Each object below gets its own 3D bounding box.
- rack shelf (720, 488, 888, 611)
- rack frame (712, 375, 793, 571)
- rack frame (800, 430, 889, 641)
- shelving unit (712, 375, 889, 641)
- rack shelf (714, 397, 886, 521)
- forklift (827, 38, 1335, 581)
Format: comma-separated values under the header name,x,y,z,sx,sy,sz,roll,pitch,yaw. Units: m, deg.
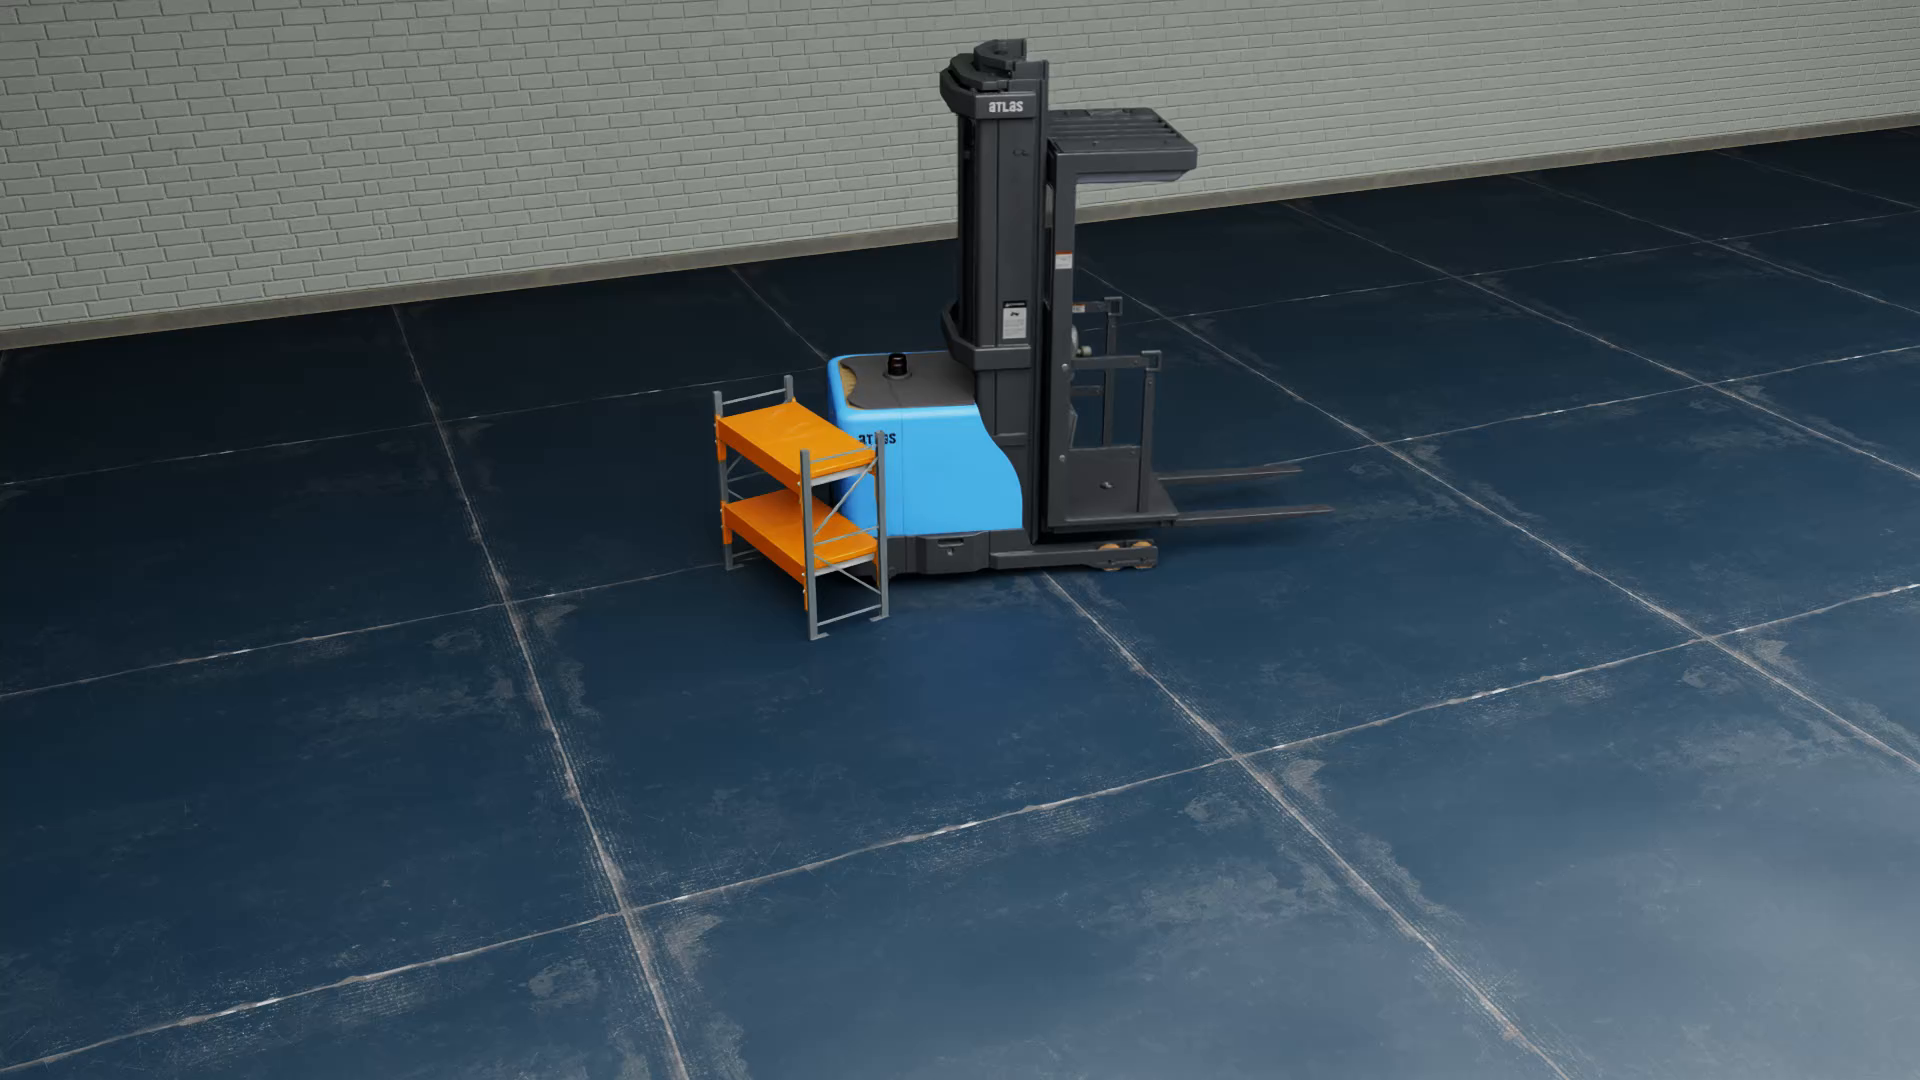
name,x,y,z,sx,sy,sz,roll,pitch,yaw
rack shelf,-0.902,0.016,9.492,0.538,0.278,1.000,-16,30,-30
rack frame,-1.186,-0.388,9.764,0.500,1.125,0.032,-16,30,-30
rack frame,-0.619,-0.018,9.005,0.500,1.125,0.032,-16,30,-30
shelving unit,-0.902,-0.203,9.385,0.538,1.125,1.048,-16,30,-30
rack shelf,-0.902,-0.466,9.256,0.538,0.278,1.000,-16,30,-30
forklift,0.741,-1.355,9.684,3.031,2.935,1.130,-3,26,-7
